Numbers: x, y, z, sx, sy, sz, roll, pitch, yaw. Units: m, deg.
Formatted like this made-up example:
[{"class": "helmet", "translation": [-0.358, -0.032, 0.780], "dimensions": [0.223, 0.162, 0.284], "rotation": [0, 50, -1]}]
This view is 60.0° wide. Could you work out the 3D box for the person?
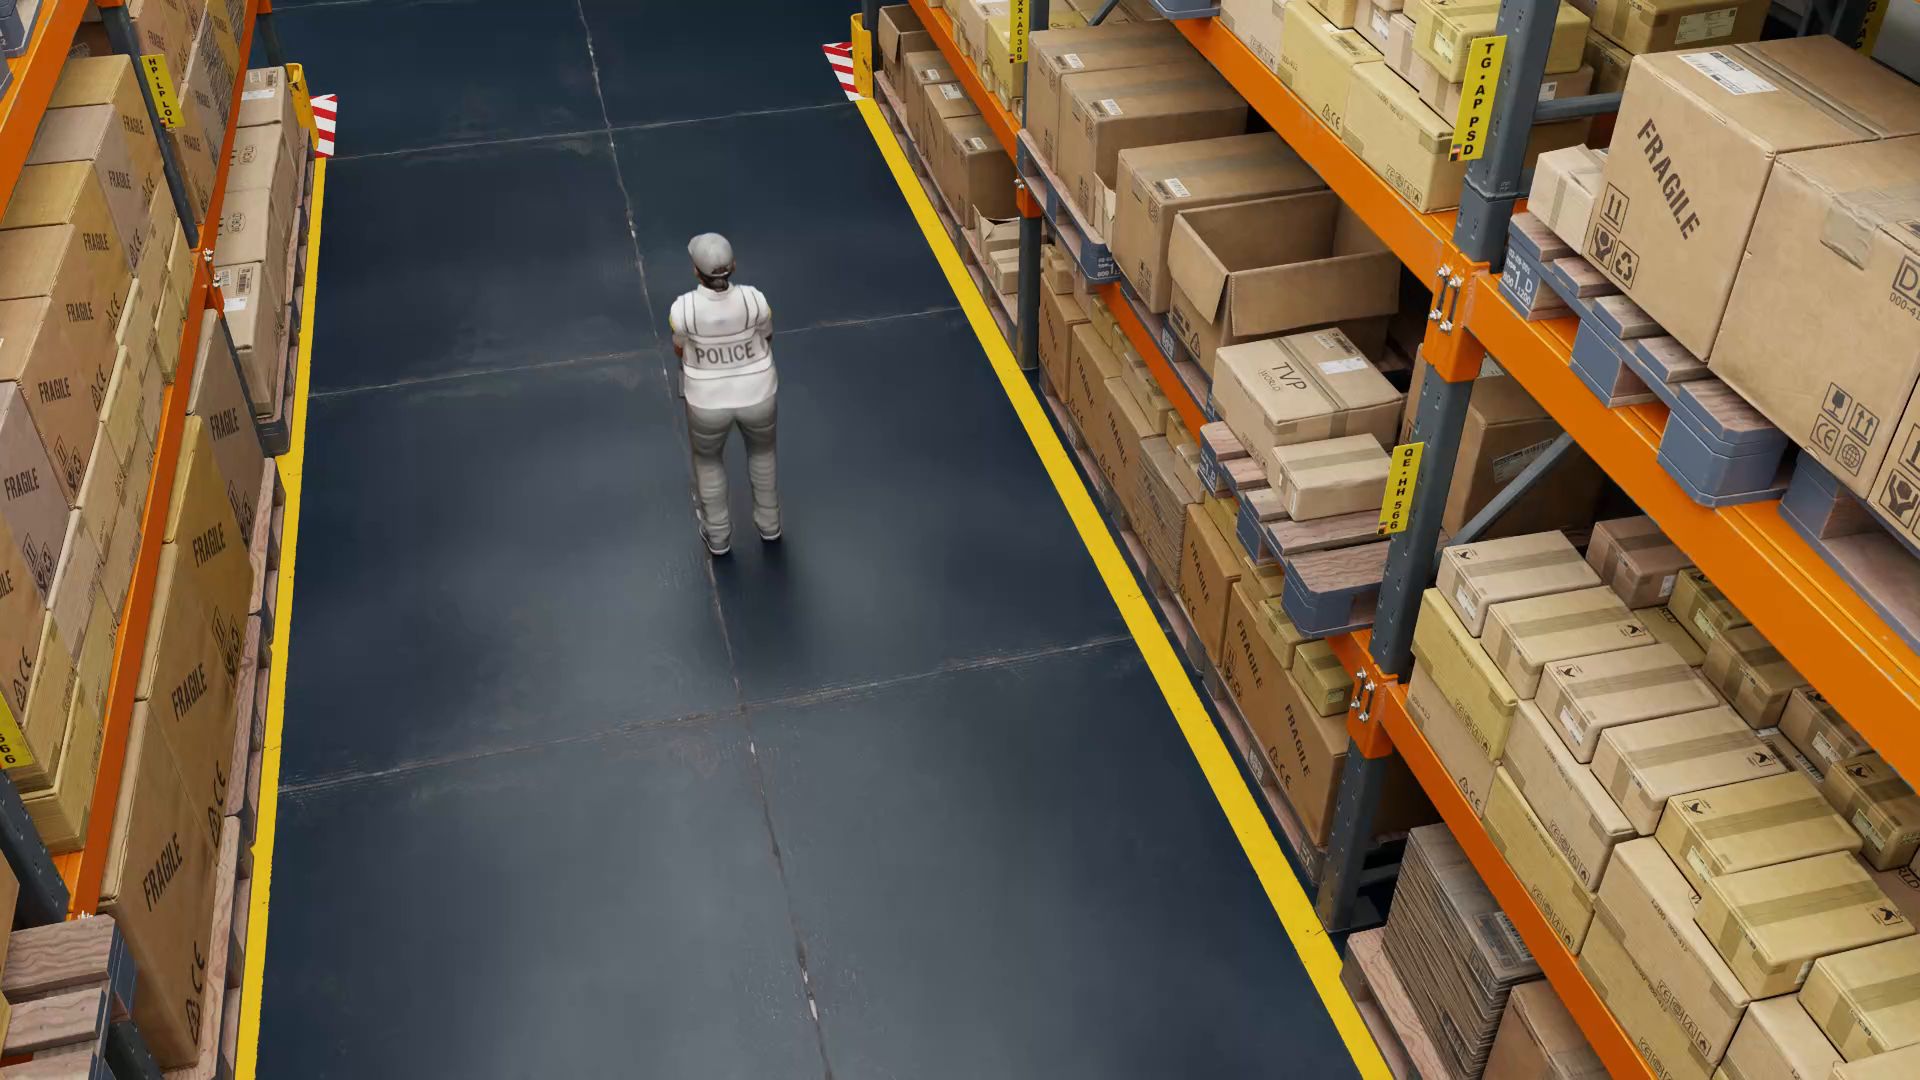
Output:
[{"class": "person", "translation": [-1.065, -0.693, 7.594], "dimensions": [0.455, 1.660, 0.536], "rotation": [-9, 39, -11]}]
